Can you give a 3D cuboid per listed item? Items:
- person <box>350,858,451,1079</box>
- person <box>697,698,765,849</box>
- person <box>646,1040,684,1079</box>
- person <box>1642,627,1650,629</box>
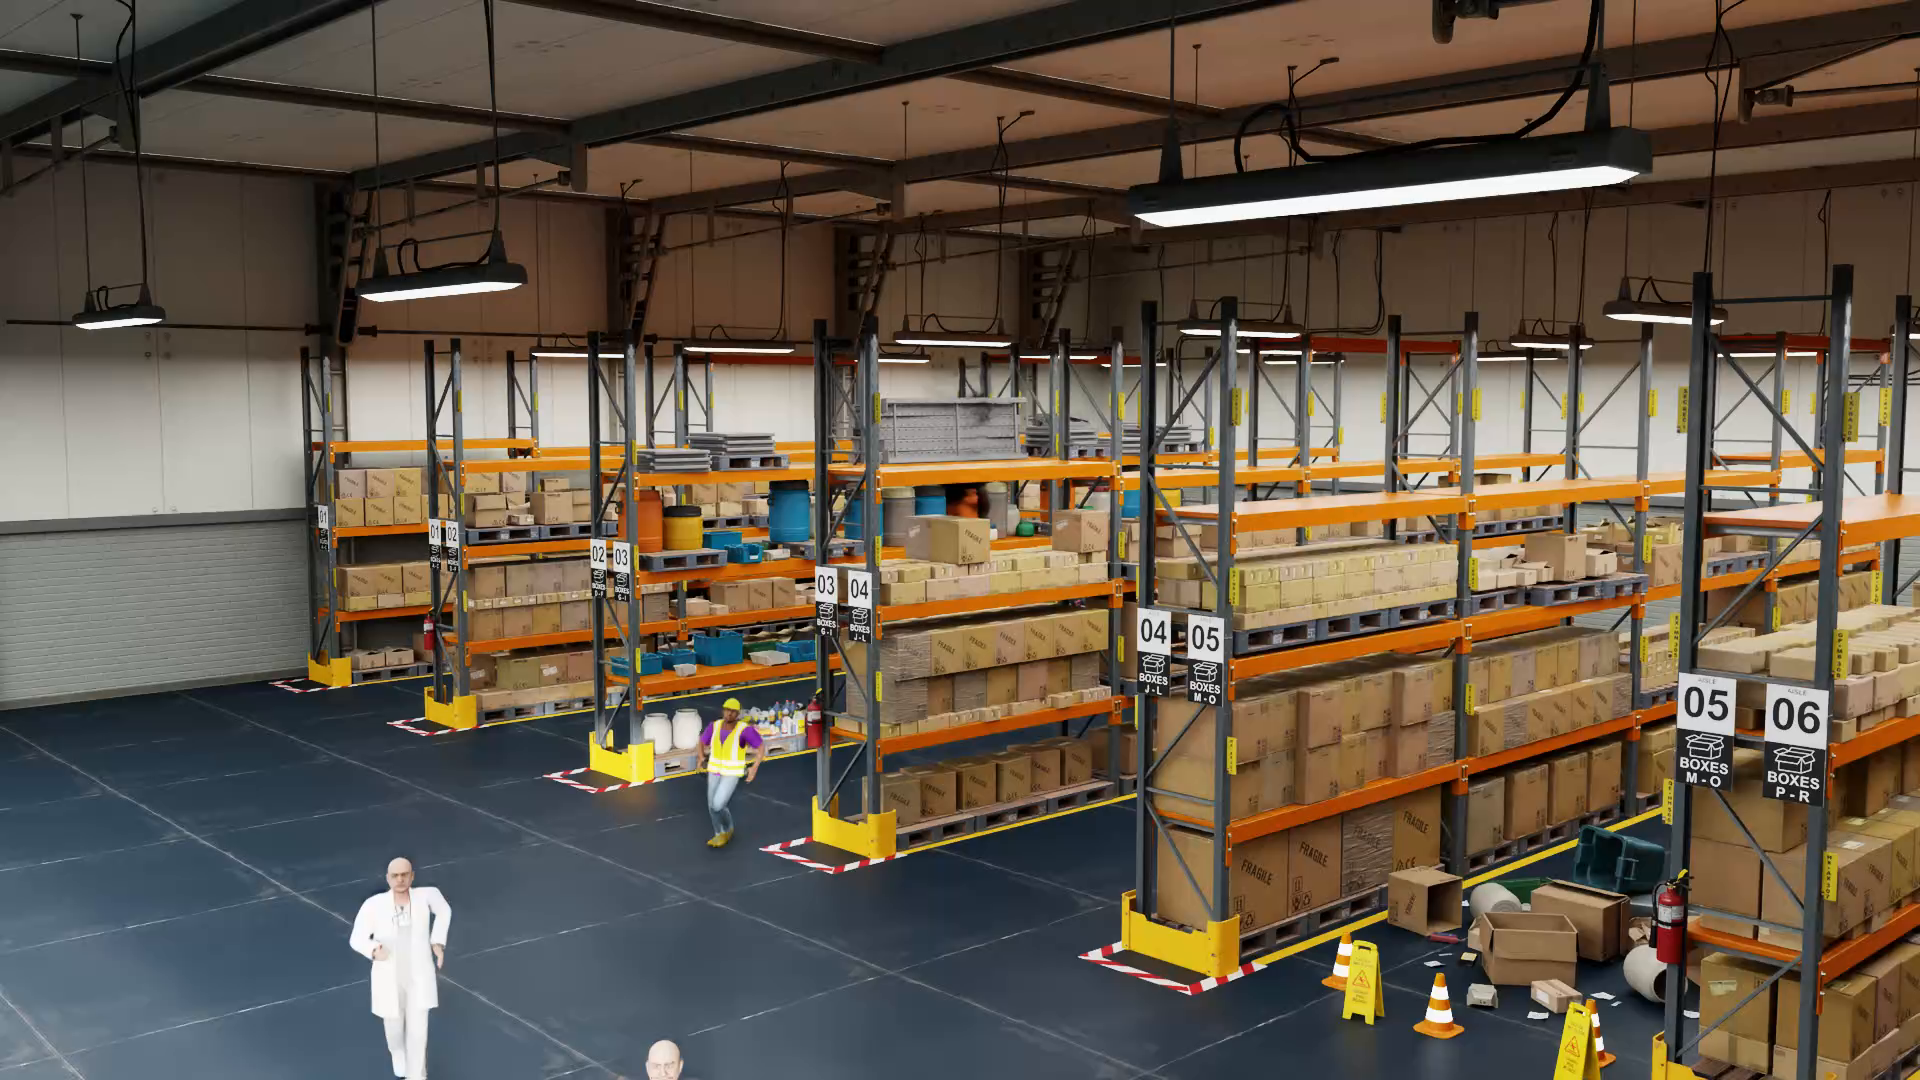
[{"bbox_3d":[-4.055,3.194,12.114,0.710,1.781,1.049,-2,5,-19],"label":"person"},{"bbox_3d":[-2.650,2.646,18.822,0.779,1.724,0.564,2,5,21],"label":"person"},{"bbox_3d":[-1.580,3.517,8.867,0.723,1.736,0.778,-1,5,-12],"label":"person"},{"bbox_3d":[10.878,2.119,25.863,0.914,1.573,0.644,-4,6,-35],"label":"person"}]
